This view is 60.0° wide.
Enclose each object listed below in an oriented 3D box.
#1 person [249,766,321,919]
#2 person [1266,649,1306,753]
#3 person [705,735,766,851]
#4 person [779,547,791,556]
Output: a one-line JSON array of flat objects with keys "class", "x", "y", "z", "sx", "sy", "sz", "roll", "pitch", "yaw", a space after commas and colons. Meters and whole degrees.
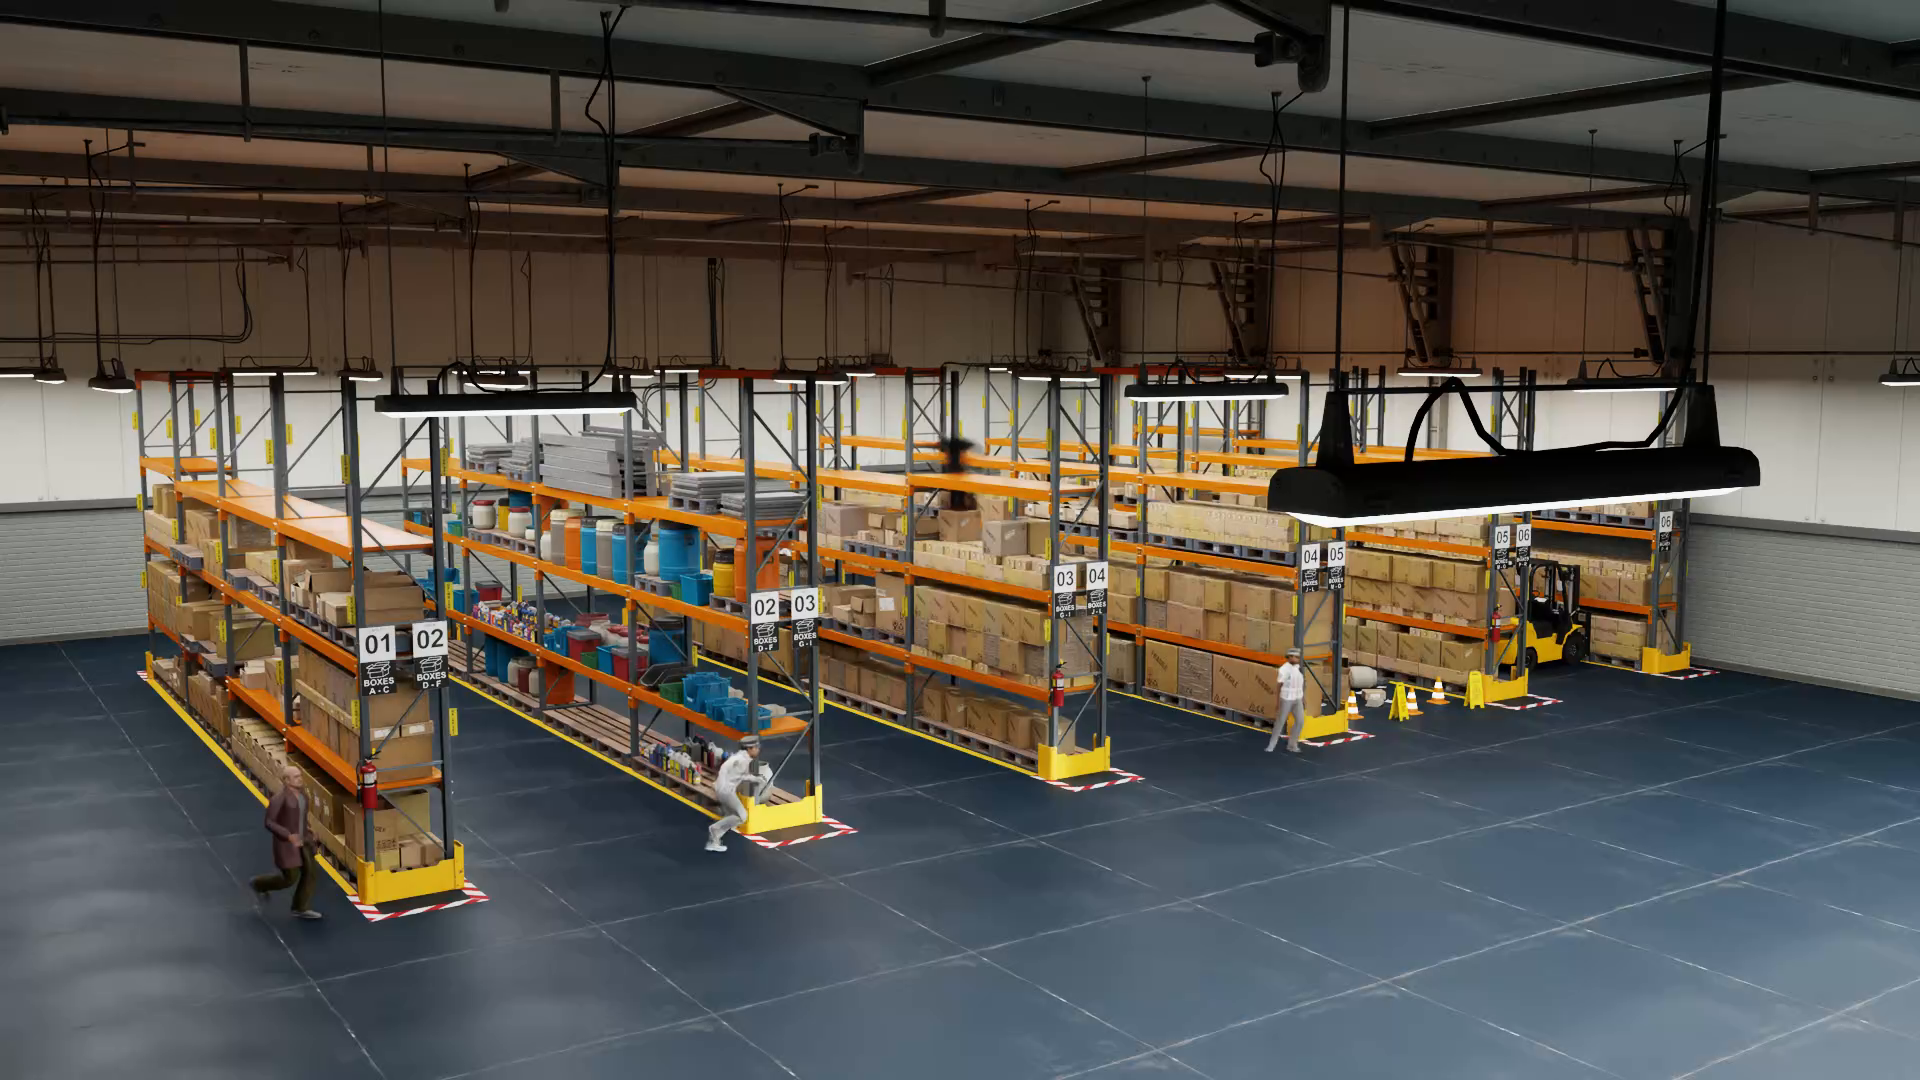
[{"class": "person", "x": -7.549, "y": 3.377, "z": 18.621, "sx": 0.853, "sy": 1.733, "sz": 0.693, "roll": 2, "pitch": 7, "yaw": 18}, {"class": "person", "x": 5.159, "y": 2.557, "z": 26.388, "sx": 0.597, "sy": 1.702, "sz": 0.445, "roll": -4, "pitch": 8, "yaw": -33}, {"class": "person", "x": -2.856, "y": 3.225, "z": 21.024, "sx": 0.779, "sy": 1.499, "sz": 0.651, "roll": 0, "pitch": 6, "yaw": 2}, {"class": "person", "x": -4.494, "y": 0.805, "z": 41.465, "sx": 0.588, "sy": 1.801, "sz": 0.859, "roll": -1, "pitch": 6, "yaw": -7}]
